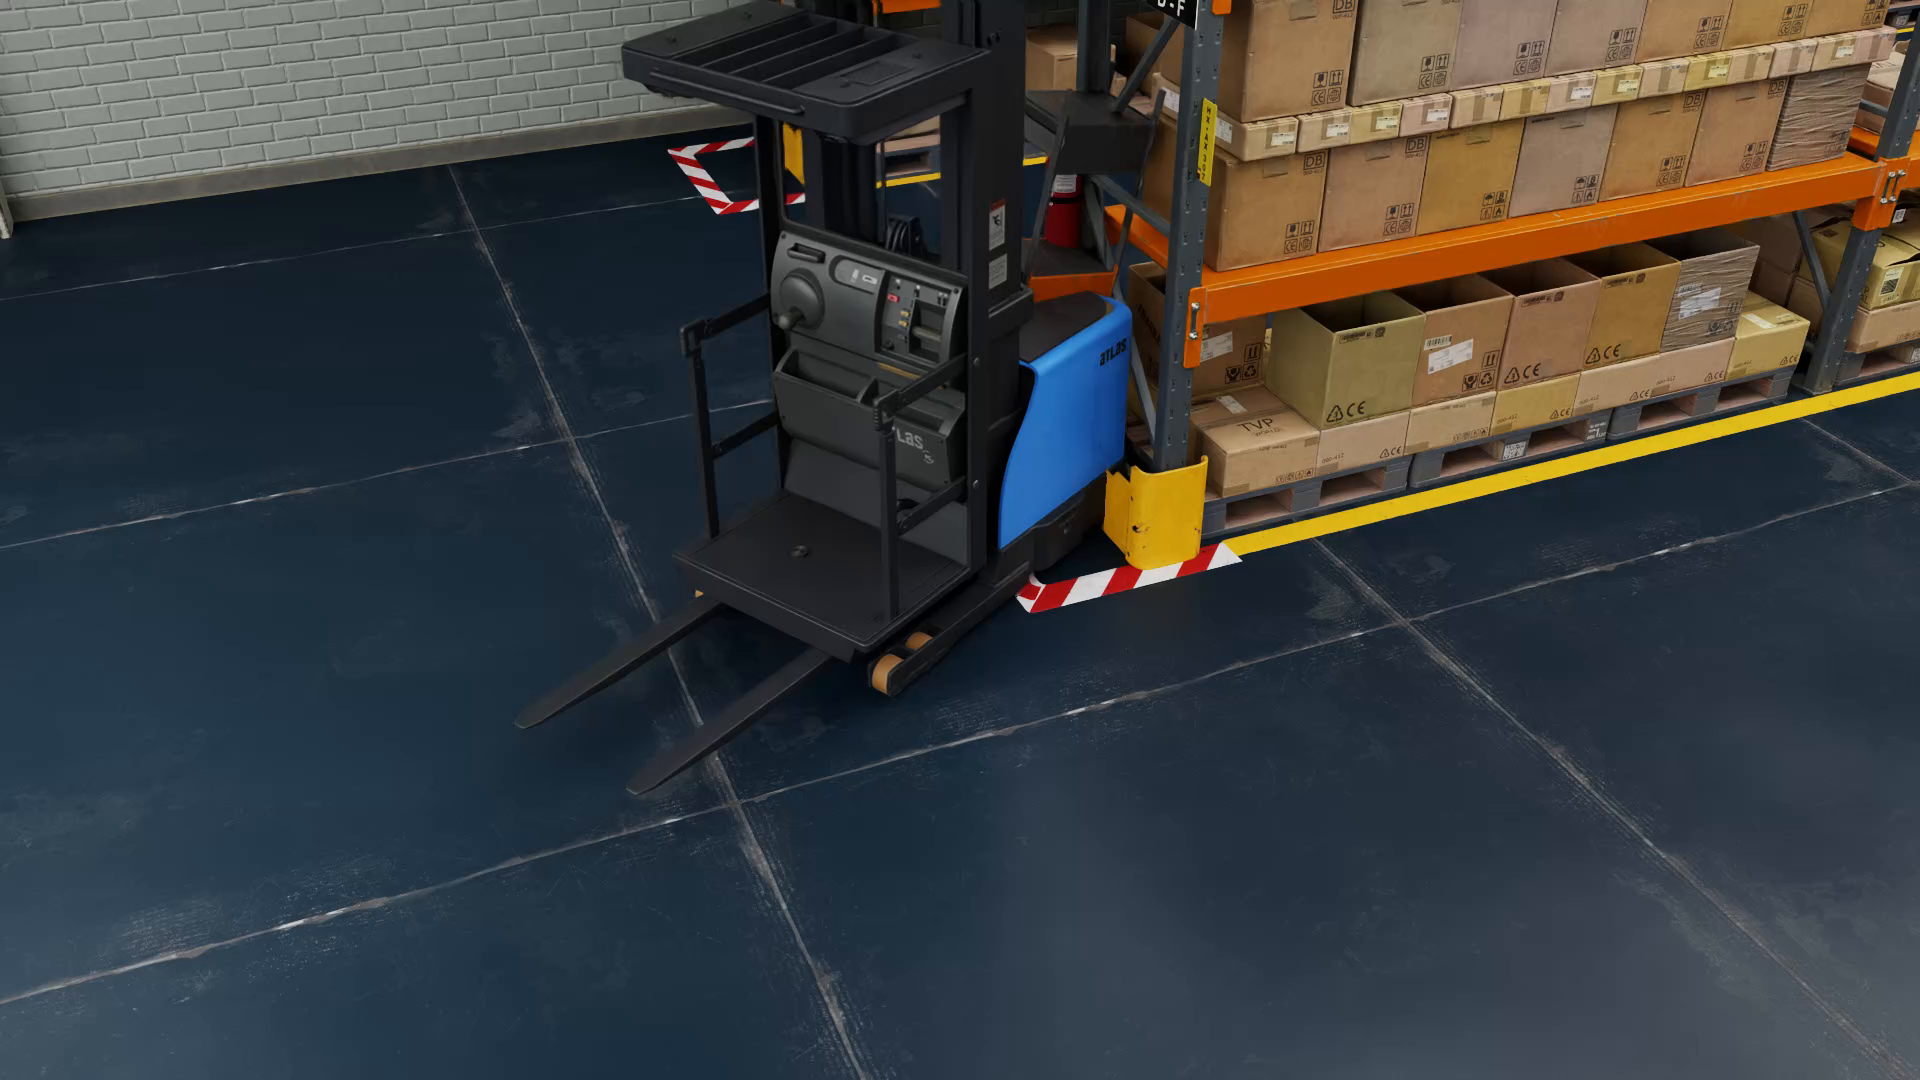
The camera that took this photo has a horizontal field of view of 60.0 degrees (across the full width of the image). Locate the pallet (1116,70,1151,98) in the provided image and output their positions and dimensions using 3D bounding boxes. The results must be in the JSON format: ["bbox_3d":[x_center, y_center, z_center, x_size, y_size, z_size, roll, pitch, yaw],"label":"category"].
[{"bbox_3d":[1.922,-3.451,12.861,1.213,0.211,1.003,-13,35,-19],"label":"pallet"}]

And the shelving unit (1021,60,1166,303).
[{"bbox_3d":[0.360,-1.103,7.609,0.503,2.100,0.431,-9,38,-32],"label":"shelving unit"}]

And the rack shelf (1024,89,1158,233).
[{"bbox_3d":[0.493,-1.674,7.252,0.480,0.518,0.431,-9,38,-32],"label":"rack shelf"}]

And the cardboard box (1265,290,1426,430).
[{"bbox_3d":[1.801,-0.891,7.817,0.500,0.500,0.500,-13,35,-19],"label":"cardboard box"}]

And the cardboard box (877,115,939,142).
[{"bbox_3d":[-0.488,-3.093,11.816,0.500,0.311,0.500,-17,37,-24],"label":"cardboard box"}]

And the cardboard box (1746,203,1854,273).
[{"bbox_3d":[4.711,-1.778,9.354,0.500,0.311,0.500,-13,35,-19],"label":"cardboard box"}]

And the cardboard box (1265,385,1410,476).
[{"bbox_3d":[1.801,-0.577,8.023,0.500,0.250,0.500,-13,35,-19],"label":"cardboard box"}]

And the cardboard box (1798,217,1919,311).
[{"bbox_3d":[4.926,-1.510,8.943,0.500,0.311,0.500,-13,35,-19],"label":"cardboard box"}]

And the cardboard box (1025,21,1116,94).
[{"bbox_3d":[0.734,-3.423,12.149,0.500,0.500,0.700,-15,36,-22],"label":"cardboard box"}]

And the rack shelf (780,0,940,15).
[{"bbox_3d":[0.684,-4.056,11.893,4.000,0.370,1.077,-13,35,-19],"label":"rack shelf"}]

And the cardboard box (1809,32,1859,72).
[{"bbox_3d":[4.052,-2.387,7.982,0.250,0.149,0.380,-14,35,-20],"label":"cardboard box"}]

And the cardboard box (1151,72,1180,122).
[{"bbox_3d":[1.039,-1.935,7.288,0.250,0.149,0.380,-13,35,-20],"label":"cardboard box"}]

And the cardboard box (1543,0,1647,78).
[{"bbox_3d":[2.654,-2.461,7.500,0.500,0.500,0.700,-13,35,-19],"label":"cardboard box"}]

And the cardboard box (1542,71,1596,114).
[{"bbox_3d":[2.623,-2.058,7.475,0.250,0.149,0.380,-13,35,-18],"label":"cardboard box"}]

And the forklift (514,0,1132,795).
[{"bbox_3d":[-0.507,-0.899,6.444,1.130,2.935,3.031,22,39,30],"label":"forklift"}]

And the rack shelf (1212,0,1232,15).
[{"bbox_3d":[2.605,-2.823,7.248,4.000,0.370,1.077,-13,35,-19],"label":"rack shelf"}]

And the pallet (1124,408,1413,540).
[{"bbox_3d":[1.450,-0.459,8.262,1.213,0.211,1.003,-13,35,-19],"label":"pallet"}]

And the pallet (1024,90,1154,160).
[{"bbox_3d":[0.795,-3.192,12.462,1.213,0.211,1.003,-13,35,-19],"label":"pallet"}]

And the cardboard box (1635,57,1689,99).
[{"bbox_3d":[3.110,-2.171,7.650,0.250,0.149,0.380,-12,35,-18],"label":"cardboard box"}]

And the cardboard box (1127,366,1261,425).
[{"bbox_3d":[1.141,-0.730,8.258,0.500,0.250,0.500,-13,35,-19],"label":"cardboard box"}]

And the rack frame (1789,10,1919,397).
[{"bbox_3d":[4.449,-2.290,8.519,0.127,3.000,1.000,-13,35,-19],"label":"rack frame"}]

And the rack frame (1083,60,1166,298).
[{"bbox_3d":[0.565,-1.136,7.738,0.015,2.100,0.400,-9,38,-32],"label":"rack frame"}]

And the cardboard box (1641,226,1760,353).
[{"bbox_3d":[3.640,-1.320,8.477,0.500,0.500,0.500,-13,35,-19],"label":"cardboard box"}]

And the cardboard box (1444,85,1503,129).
[{"bbox_3d":[2.157,-1.952,7.314,0.250,0.149,0.380,-14,36,-21],"label":"cardboard box"}]

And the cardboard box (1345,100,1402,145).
[{"bbox_3d":[1.679,-1.843,7.145,0.250,0.149,0.380,-13,35,-19],"label":"cardboard box"}]

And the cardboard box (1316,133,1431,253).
[{"bbox_3d":[1.678,-1.692,7.509,0.500,0.500,0.700,-12,35,-18],"label":"cardboard box"}]

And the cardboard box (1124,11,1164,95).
[{"bbox_3d":[1.586,-3.677,12.540,0.500,0.500,0.500,-16,36,-22],"label":"cardboard box"}]

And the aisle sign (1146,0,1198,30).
[{"bbox_3d":[0.819,-2.367,6.254,0.004,0.787,0.394,-13,35,-19],"label":"aisle sign"}]

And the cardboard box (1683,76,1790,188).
[{"bbox_3d":[3.558,-2.120,8.166,0.500,0.500,0.700,-13,35,-19],"label":"cardboard box"}]

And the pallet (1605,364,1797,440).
[{"bbox_3d":[3.699,-0.974,9.053,1.213,0.211,1.003,-13,35,-19],"label":"pallet"}]

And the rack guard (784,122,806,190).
[{"bbox_3d":[-1.090,-2.904,11.754,0.348,0.500,1.175,-13,35,-19],"label":"rack guard"}]

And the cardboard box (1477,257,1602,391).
[{"bbox_3d":[2.725,-1.100,8.138,0.500,0.500,0.500,-13,35,-19],"label":"cardboard box"}]

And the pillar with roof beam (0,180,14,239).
[{"bbox_3d":[-4.716,-3.601,5.033,0.400,9.000,9.100,-13,35,-19],"label":"pillar with roof beam"}]

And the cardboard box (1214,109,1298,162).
[{"bbox_3d":[1.206,-1.733,6.977,0.250,0.149,0.380,-13,35,-19],"label":"cardboard box"}]

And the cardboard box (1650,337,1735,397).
[{"bbox_3d":[3.641,-1.005,8.680,0.500,0.250,0.500,-13,35,-19],"label":"cardboard box"}]

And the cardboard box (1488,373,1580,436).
[{"bbox_3d":[2.725,-0.786,8.343,0.500,0.250,0.500,-13,35,-19],"label":"cardboard box"}]

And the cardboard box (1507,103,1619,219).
[{"bbox_3d":[2.622,-1.907,7.839,0.500,0.500,0.700,-12,35,-18],"label":"cardboard box"}]

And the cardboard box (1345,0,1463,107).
[{"bbox_3d":[1.728,-2.248,7.173,0.500,0.500,0.700,-14,36,-20],"label":"cardboard box"}]

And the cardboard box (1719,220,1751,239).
[{"bbox_3d":[3.900,-1.687,9.041,0.500,0.500,0.500,-13,35,-19],"label":"cardboard box"}]

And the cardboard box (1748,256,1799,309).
[{"bbox_3d":[4.719,-1.546,9.512,0.500,0.250,0.500,-13,35,-19],"label":"cardboard box"}]

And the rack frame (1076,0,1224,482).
[{"bbox_3d":[0.761,-1.445,7.221,0.127,3.000,1.000,-13,35,-19],"label":"rack frame"}]

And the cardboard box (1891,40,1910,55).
[{"bbox_3d":[5.188,-2.511,8.982,0.258,0.266,0.396,-14,35,-20],"label":"cardboard box"}]

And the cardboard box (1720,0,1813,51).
[{"bbox_3d":[3.577,-2.671,7.824,0.500,0.500,0.700,-13,35,-19],"label":"cardboard box"}]

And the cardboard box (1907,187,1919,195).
[{"bbox_3d":[5.649,-1.995,9.688,0.500,0.311,0.500,-13,35,-19],"label":"cardboard box"}]

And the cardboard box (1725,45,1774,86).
[{"bbox_3d":[3.570,-2.275,7.809,0.250,0.149,0.380,-13,35,-19],"label":"cardboard box"}]
